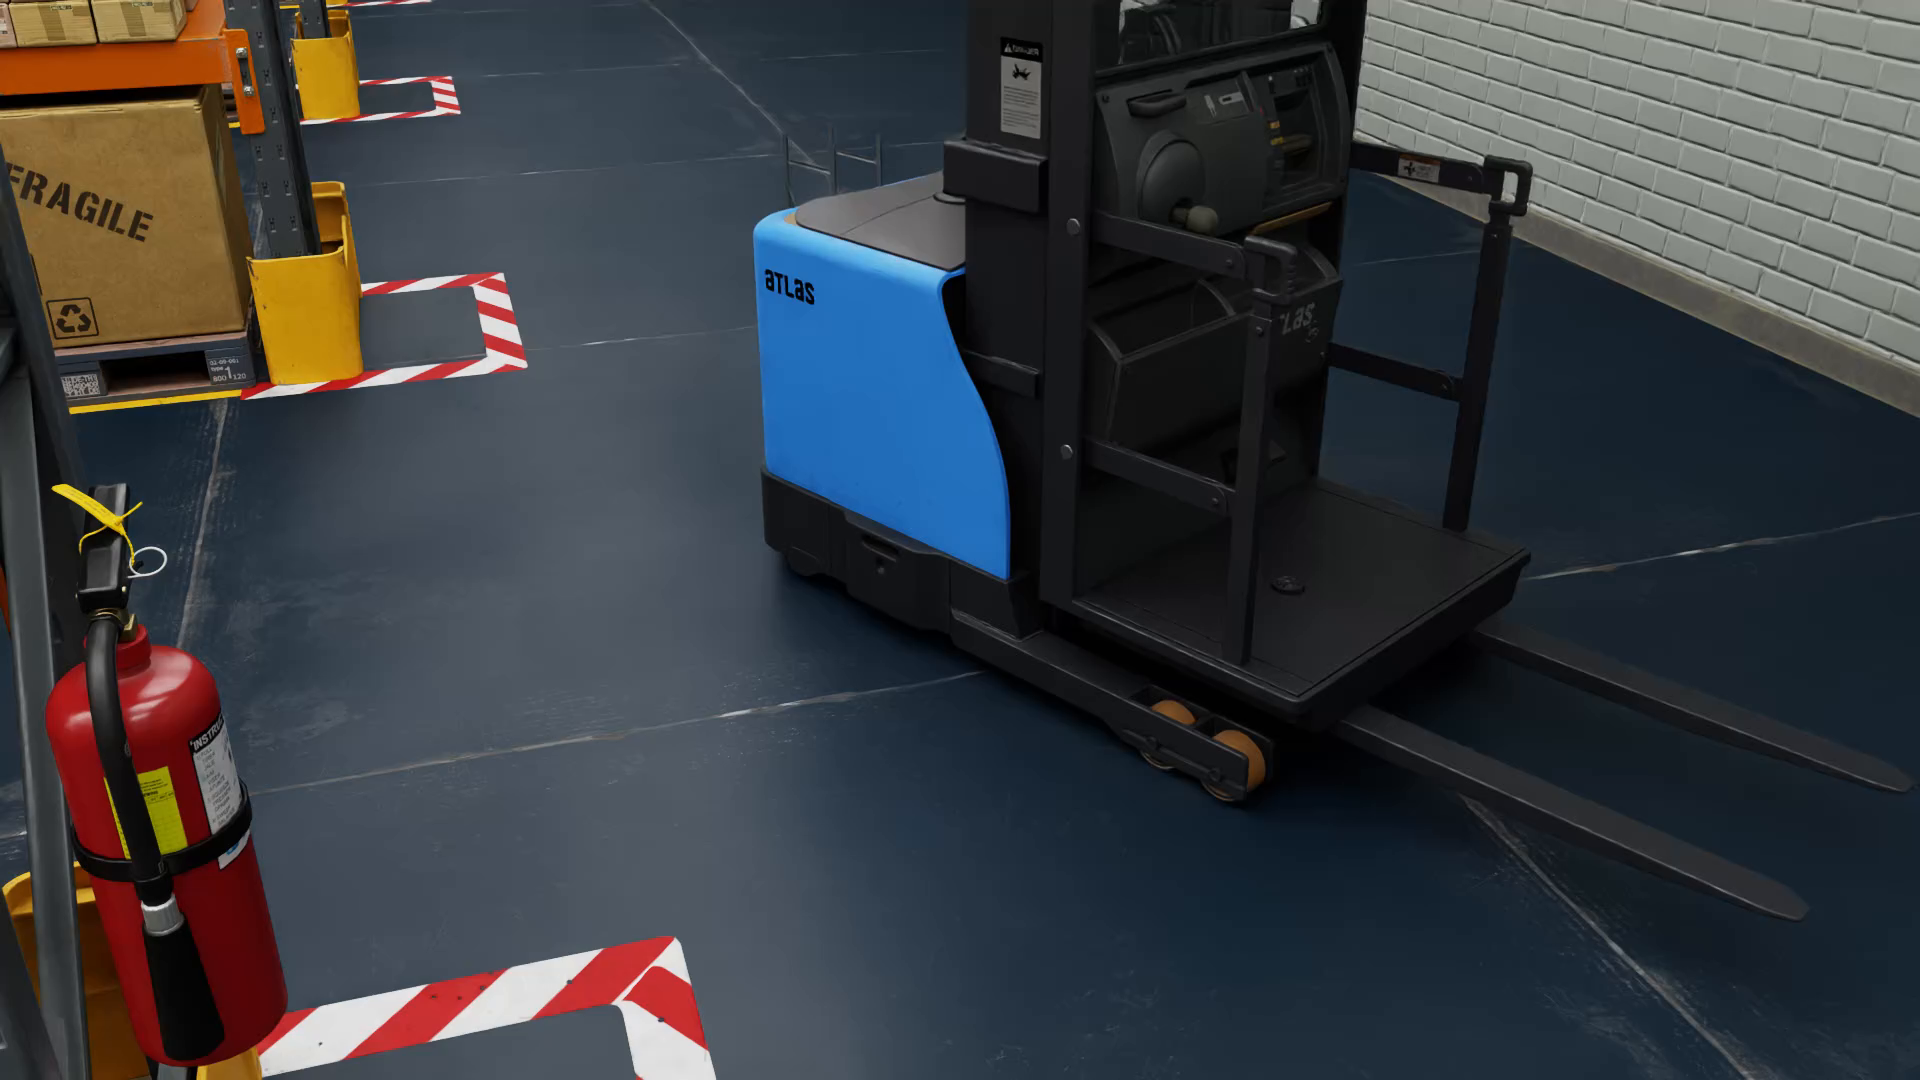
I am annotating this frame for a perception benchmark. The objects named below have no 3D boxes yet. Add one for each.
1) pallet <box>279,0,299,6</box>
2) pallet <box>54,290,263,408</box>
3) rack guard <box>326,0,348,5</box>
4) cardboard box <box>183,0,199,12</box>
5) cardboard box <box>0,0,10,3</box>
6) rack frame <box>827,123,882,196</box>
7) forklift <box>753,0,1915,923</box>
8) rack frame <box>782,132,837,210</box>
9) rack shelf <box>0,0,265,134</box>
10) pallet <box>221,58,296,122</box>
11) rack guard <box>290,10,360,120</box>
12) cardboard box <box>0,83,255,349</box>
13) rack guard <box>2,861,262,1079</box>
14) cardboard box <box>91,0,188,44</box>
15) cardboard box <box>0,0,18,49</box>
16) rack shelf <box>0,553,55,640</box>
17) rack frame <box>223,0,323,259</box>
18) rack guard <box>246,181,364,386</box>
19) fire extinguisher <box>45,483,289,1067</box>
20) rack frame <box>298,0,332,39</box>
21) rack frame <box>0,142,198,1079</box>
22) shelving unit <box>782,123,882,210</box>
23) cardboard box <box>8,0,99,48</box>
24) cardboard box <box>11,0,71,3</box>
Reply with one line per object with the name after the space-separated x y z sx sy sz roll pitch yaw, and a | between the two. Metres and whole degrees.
-6.607 -5.021 15.127 1.213 0.211 1.003 -8 28 -16 | pallet
-3.449 -0.810 6.644 1.213 0.211 1.003 -8 28 -16 | pallet
-5.849 -5.261 15.285 0.348 0.500 1.175 -8 28 -16 | rack guard
-3.153 -2.180 6.551 0.250 0.149 0.380 -8 27 -16 | cardboard box
-3.574 -2.020 5.779 0.500 0.250 0.500 -9 28 -17 | cardboard box
-0.324 -0.718 5.347 0.240 1.200 0.006 24 35 39 | rack frame
0.801 -0.948 3.863 3.031 2.935 1.130 24 35 39 | forklift
-0.453 -0.660 5.231 0.240 1.200 0.006 24 35 39 | rack frame
-4.615 -1.604 5.917 4.000 0.370 1.077 -8 28 -16 | rack shelf
-5.043 -2.950 10.955 1.213 0.211 1.003 -8 28 -16 | pallet
-4.228 -3.185 11.104 0.348 0.500 1.175 -8 28 -16 | rack guard
-3.297 -1.316 6.446 0.875 0.875 0.875 -8 28 -16 | cardboard box
-1.345 1.039 2.595 0.348 0.500 1.175 -8 28 -16 | rack guard
-2.950 -1.901 5.989 0.250 0.149 0.380 -8 27 -15 | cardboard box
-3.437 -1.830 5.846 0.250 0.149 0.380 -8 28 -16 | cardboard box
-3.175 0.507 1.665 4.000 0.370 1.077 -8 28 -16 | rack shelf
-2.713 -2.202 6.312 0.127 3.000 1.000 -8 28 -16 | rack frame
-2.690 -1.086 6.875 0.348 0.500 1.175 -8 28 -16 | rack guard
-0.891 0.271 1.837 0.183 0.674 0.296 -8 28 -16 | fire extinguisher
-4.247 -4.296 10.530 0.127 3.000 1.000 -8 28 -16 | rack frame
-1.274 -0.092 2.063 0.053 2.616 0.949 -8 28 -16 | rack frame
-0.388 -0.689 5.289 0.258 1.200 0.189 24 35 39 | shelving unit
-3.196 -1.865 5.915 0.250 0.149 0.380 -8 27 -16 | cardboard box
-3.092 -2.089 5.919 0.500 0.250 0.500 -9 28 -17 | cardboard box
